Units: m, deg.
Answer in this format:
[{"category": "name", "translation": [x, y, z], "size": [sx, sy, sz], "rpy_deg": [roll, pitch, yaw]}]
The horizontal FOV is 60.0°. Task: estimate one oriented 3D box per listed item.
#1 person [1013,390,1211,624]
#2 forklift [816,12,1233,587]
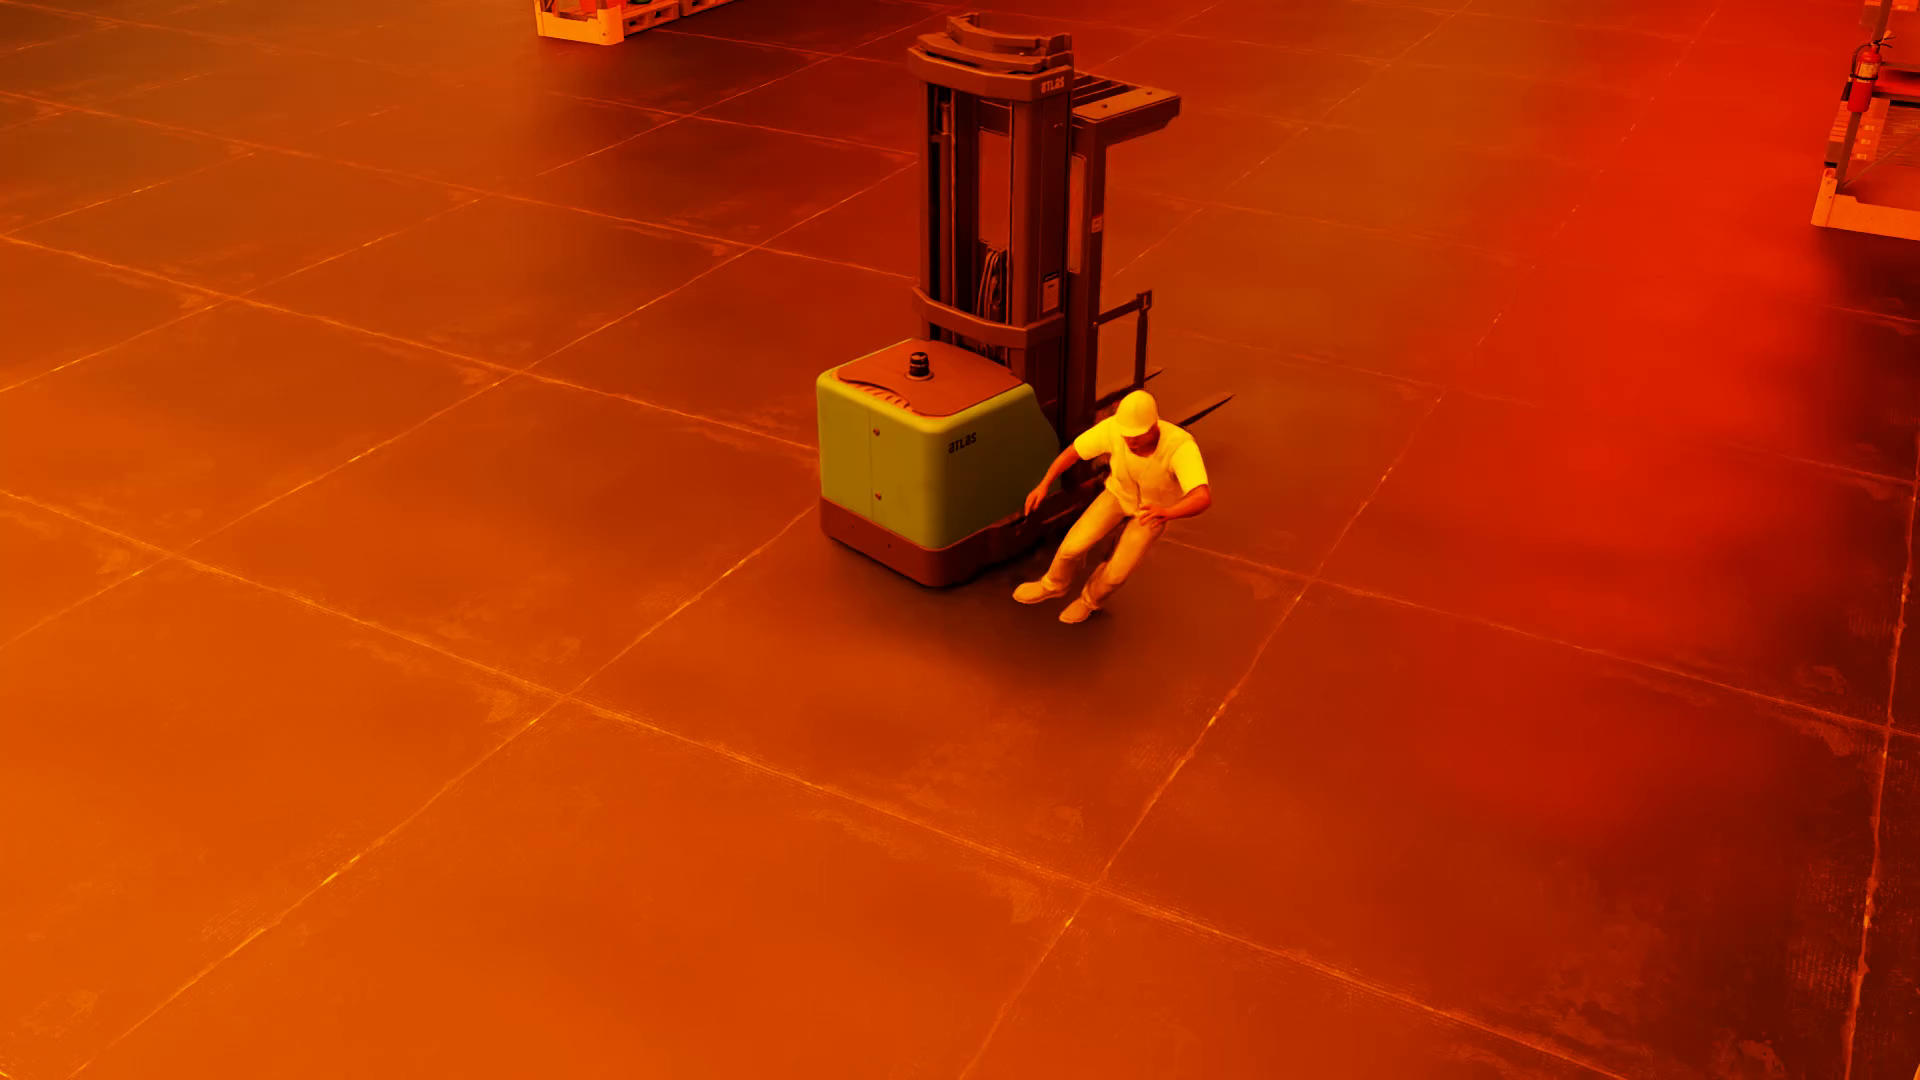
[{"category": "person", "translation": [0.780, -0.105, 8.686], "size": [1.089, 1.519, 0.928], "rpy_deg": [10, 31, 16]}, {"category": "forklift", "translation": [0.554, -1.641, 9.914], "size": [1.130, 2.935, 3.031], "rpy_deg": [26, 39, 37]}]
